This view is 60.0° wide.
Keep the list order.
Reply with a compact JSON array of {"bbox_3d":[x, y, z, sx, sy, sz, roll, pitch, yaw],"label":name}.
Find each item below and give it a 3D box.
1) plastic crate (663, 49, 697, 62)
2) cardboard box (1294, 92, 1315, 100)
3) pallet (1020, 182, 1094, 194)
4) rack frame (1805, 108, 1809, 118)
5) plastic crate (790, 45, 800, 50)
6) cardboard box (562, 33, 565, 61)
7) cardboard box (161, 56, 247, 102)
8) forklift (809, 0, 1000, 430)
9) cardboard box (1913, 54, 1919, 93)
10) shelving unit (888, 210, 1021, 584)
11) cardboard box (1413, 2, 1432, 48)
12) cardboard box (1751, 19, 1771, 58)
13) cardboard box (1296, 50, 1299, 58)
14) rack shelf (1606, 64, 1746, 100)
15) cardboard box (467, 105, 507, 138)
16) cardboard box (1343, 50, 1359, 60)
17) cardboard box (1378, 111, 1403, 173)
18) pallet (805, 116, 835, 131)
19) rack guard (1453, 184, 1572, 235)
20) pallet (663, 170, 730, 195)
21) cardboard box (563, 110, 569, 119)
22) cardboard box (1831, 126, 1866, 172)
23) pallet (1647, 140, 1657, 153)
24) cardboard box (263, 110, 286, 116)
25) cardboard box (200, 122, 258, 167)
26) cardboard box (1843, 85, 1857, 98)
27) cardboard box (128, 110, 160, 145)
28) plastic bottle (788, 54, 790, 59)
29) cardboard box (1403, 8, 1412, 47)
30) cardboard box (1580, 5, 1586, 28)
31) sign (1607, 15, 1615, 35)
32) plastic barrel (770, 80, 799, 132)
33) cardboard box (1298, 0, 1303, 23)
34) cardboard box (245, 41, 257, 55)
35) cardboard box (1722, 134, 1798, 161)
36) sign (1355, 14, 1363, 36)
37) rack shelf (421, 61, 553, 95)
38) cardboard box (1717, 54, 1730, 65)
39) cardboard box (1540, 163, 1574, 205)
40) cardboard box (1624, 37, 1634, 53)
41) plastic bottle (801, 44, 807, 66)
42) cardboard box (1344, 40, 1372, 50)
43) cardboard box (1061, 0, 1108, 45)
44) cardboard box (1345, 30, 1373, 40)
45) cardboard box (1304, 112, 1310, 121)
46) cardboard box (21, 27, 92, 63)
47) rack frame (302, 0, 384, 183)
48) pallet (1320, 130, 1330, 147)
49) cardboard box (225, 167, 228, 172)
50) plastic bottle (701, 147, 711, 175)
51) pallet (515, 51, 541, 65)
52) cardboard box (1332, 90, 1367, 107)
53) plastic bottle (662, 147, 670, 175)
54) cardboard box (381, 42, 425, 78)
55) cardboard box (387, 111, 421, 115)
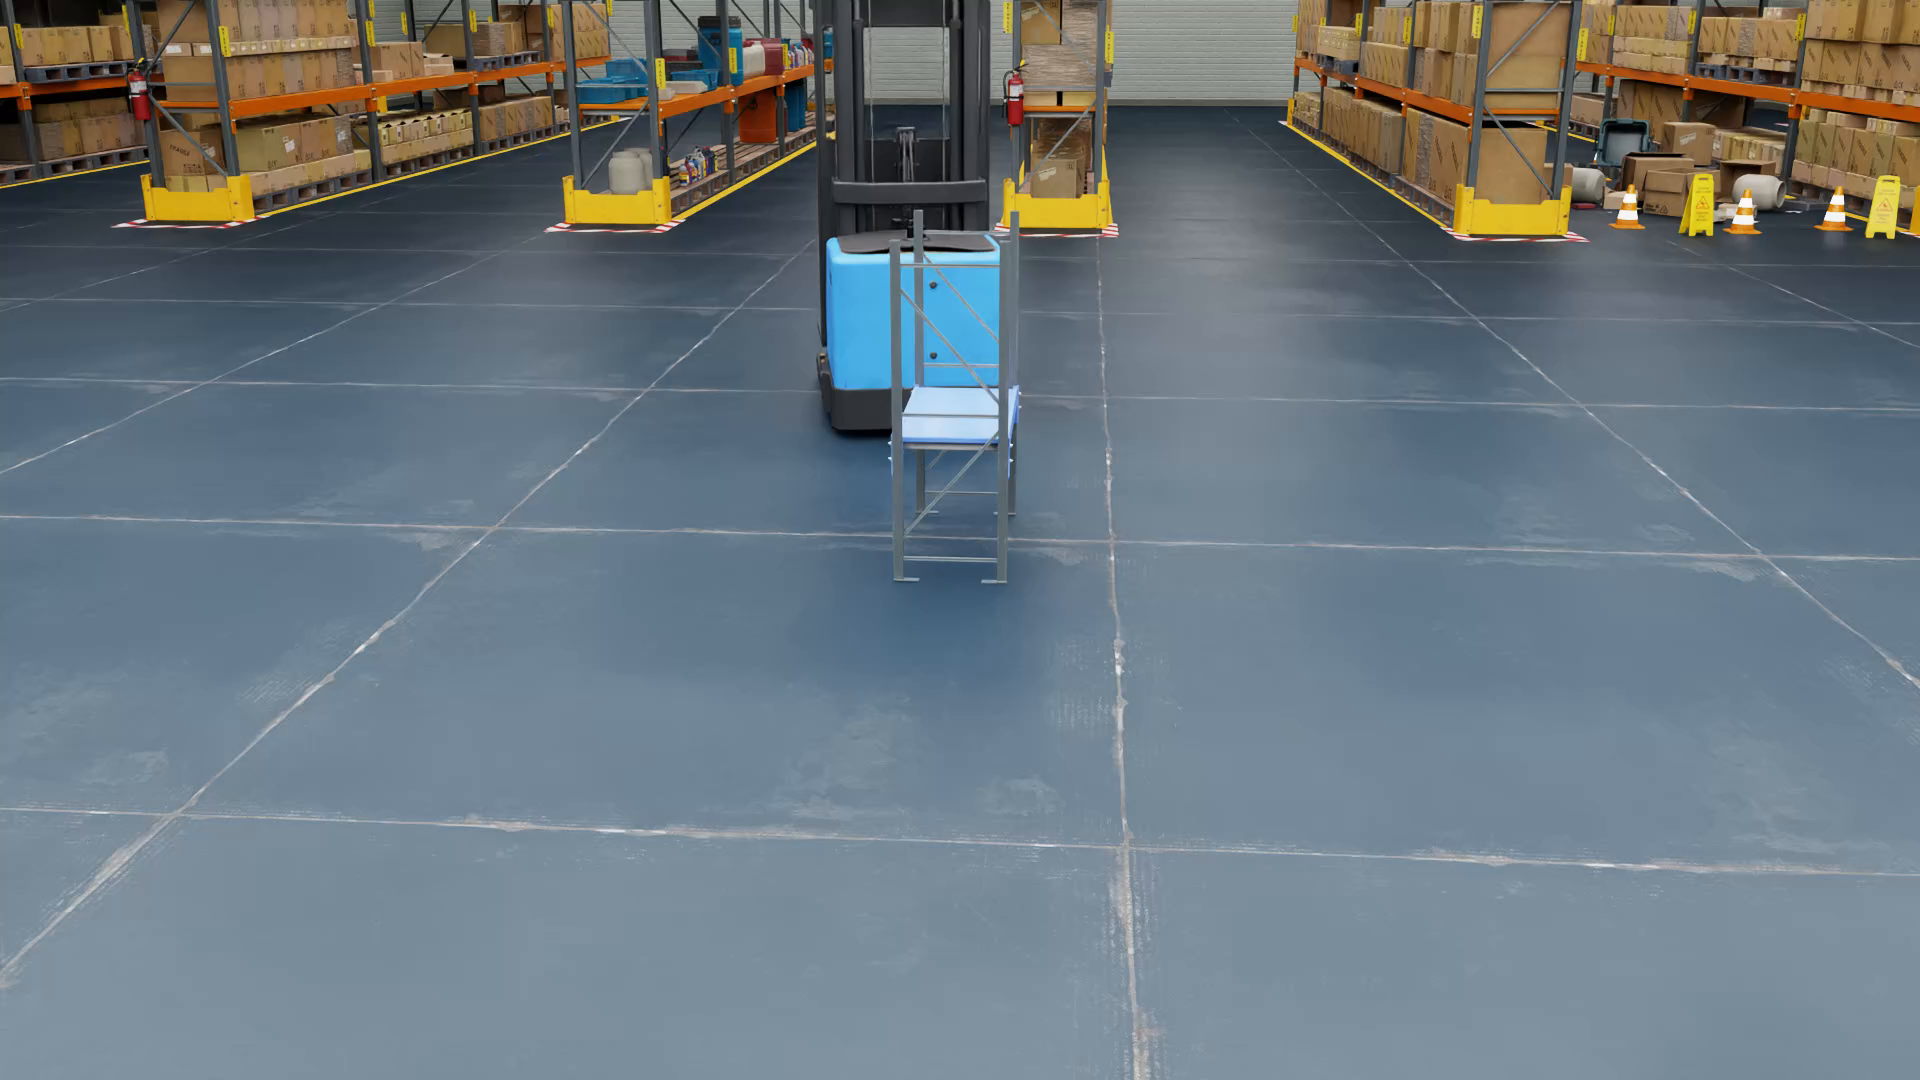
[{"bbox_3d":[-3.851,-6.480,22.779,0.402,0.464,0.583,1,18,4],"label":"plastic crate"},{"bbox_3d":[6.783,-8.739,32.725,0.380,0.149,0.250,0,18,1],"label":"cardboard box"},{"bbox_3d":[1.262,-4.267,20.608,1.003,0.211,1.213,1,18,4],"label":"pallet"},{"bbox_3d":[17.055,-9.578,32.336,1.000,3.000,0.127,1,18,4],"label":"rack frame"},{"bbox_3d":[-3.182,-9.397,31.956,0.416,0.233,0.300,1,18,4],"label":"plastic crate"},{"bbox_3d":[-7.606,-9.248,31.167,0.500,0.500,0.500,2,18,5],"label":"cardboard box"},{"bbox_3d":[-8.762,-5.354,19.285,0.700,0.500,0.500,1,18,4],"label":"cardboard box"},{"bbox_3d":[-0.386,-2.444,10.674,1.130,2.935,3.031,-2,18,-6],"label":"forklift"},{"bbox_3d":[10.721,-5.082,17.977,0.500,0.500,0.500,1,18,3],"label":"cardboard box"},{"bbox_3d":[-0.006,-0.686,7.609,0.538,1.500,1.048,1,18,4],"label":"shelving unit"},{"bbox_3d":[6.239,-6.510,20.999,0.875,0.550,0.550,1,18,4],"label":"cardboard box"},{"bbox_3d":[11.125,-6.812,22.582,0.500,0.500,0.500,2,18,6],"label":"cardboard box"},{"bbox_3d":[6.809,-9.554,32.667,0.380,0.149,0.250,1,18,3],"label":"cardboard box"},{"bbox_3d":[11.674,-7.482,27.096,1.077,0.370,4.000,1,18,4],"label":"rack shelf"},{"bbox_3d":[-7.885,-6.965,27.671,0.500,0.500,0.500,1,18,2],"label":"cardboard box"},{"bbox_3d":[6.163,-7.526,25.802,0.380,0.149,0.250,2,18,5],"label":"cardboard box"},{"bbox_3d":[6.254,-5.365,22.418,1.050,0.750,0.750,1,18,4],"label":"cardboard box"},{"bbox_3d":[-2.908,-8.061,32.185,1.003,0.211,1.213,1,18,4],"label":"pallet"},{"bbox_3d":[6.011,-3.602,18.113,1.175,0.500,0.348,1,18,4],"label":"rack guard"},{"bbox_3d":[-3.670,-4.760,22.110,1.003,0.211,1.213,1,18,4],"label":"pallet"},{"bbox_3d":[-7.650,-8.146,31.809,0.380,0.166,0.250,1,18,4],"label":"cardboard box"},{"bbox_3d":[10.867,-4.705,20.002,0.500,0.500,0.500,2,18,7],"label":"cardboard box"},{"bbox_3d":[11.752,-6.499,27.418,1.003,0.211,1.213,1,18,4],"label":"pallet"},{"bbox_3d":[-12.806,-7.971,30.211,0.750,0.750,0.750,1,18,5],"label":"cardboard box"},{"bbox_3d":[-9.009,-4.895,20.582,0.500,0.500,0.500,1,18,4],"label":"cardboard box"},{"bbox_3d":[10.800,-5.353,19.847,0.380,0.149,0.250,1,18,4],"label":"cardboard box"},{"bbox_3d":[-13.175,-6.552,26.410,0.700,0.500,0.500,2,18,5],"label":"cardboard box"},{"bbox_3d":[-2.846,-7.893,27.400,0.097,0.271,0.097,0,18,0],"label":"plastic bottle"},{"bbox_3d":[6.364,-6.877,22.326,0.700,0.500,0.500,1,18,3],"label":"cardboard box"},{"bbox_3d":[11.692,-9.592,30.612,0.500,0.500,0.500,1,18,4],"label":"cardboard box"},{"bbox_3d":[11.264,-8.906,28.769,0.100,0.325,0.005,1,18,4],"label":"sign"},{"bbox_3d":[-3.114,-7.591,28.968,0.600,0.901,0.708,1,18,4],"label":"plastic barrel"},{"bbox_3d":[6.863,-10.297,32.287,0.500,0.500,0.500,1,18,4],"label":"cardboard box"},{"bbox_3d":[-8.529,-5.794,19.586,0.380,0.149,0.250,1,18,4],"label":"cardboard box"},{"bbox_3d":[11.375,-5.514,23.479,0.950,0.372,0.625,2,18,6],"label":"cardboard box"},{"bbox_3d":[6.044,-7.804,25.190,0.100,0.325,0.005,1,18,4],"label":"sign"},{"bbox_3d":[-8.091,-7.926,28.449,1.077,0.370,4.000,1,18,4],"label":"rack shelf"},{"bbox_3d":[11.162,-6.930,23.985,0.380,0.149,0.250,1,18,4],"label":"cardboard box"},{"bbox_3d":[7.212,-4.348,20.386,0.500,0.500,0.500,4,19,13],"label":"cardboard box"},{"bbox_3d":[11.495,-8.319,27.931,0.500,0.250,0.500,2,18,5],"label":"cardboard box"},{"bbox_3d":[-2.747,-8.461,29.006,0.144,0.351,0.185,1,18,4],"label":"plastic bottle"},{"bbox_3d":[6.167,-7.667,25.756,0.380,0.149,0.250,2,18,5],"label":"cardboard box"},{"bbox_3d":[1.384,-5.768,18.466,0.500,0.500,0.500,1,18,4],"label":"cardboard box"},{"bbox_3d":[6.164,-7.807,25.706,0.380,0.149,0.250,1,18,2],"label":"cardboard box"},{"bbox_3d":[6.705,-7.975,31.349,0.380,0.149,0.250,1,18,4],"label":"cardboard box"},{"bbox_3d":[-13.329,-7.306,24.536,0.700,0.500,0.500,4,19,11],"label":"cardboard box"},{"bbox_3d":[-8.521,-6.404,22.650,1.000,3.000,0.127,1,18,4],"label":"rack frame"},{"bbox_3d":[6.819,-6.957,28.817,1.003,0.211,1.213,1,18,4],"label":"pallet"},{"bbox_3d":[-9.040,-4.383,20.225,0.500,0.250,0.500,1,18,4],"label":"cardboard box"},{"bbox_3d":[-3.353,-4.977,21.841,0.144,0.351,0.185,0,18,1],"label":"plastic bottle"},{"bbox_3d":[-8.114,-8.552,29.513,1.003,0.211,1.213,1,18,4],"label":"pallet"},{"bbox_3d":[6.480,-7.345,27.657,0.500,0.250,0.500,2,18,6],"label":"cardboard box"},{"bbox_3d":[-3.909,-4.998,21.907,0.144,0.351,0.185,1,18,4],"label":"plastic bottle"},{"bbox_3d":[-8.338,-7.172,24.834,0.500,0.500,0.500,0,18,1],"label":"cardboard box"},{"bbox_3d":[-8.594,-6.486,25.742,0.500,0.311,0.500,1,18,3],"label":"cardboard box"}]
